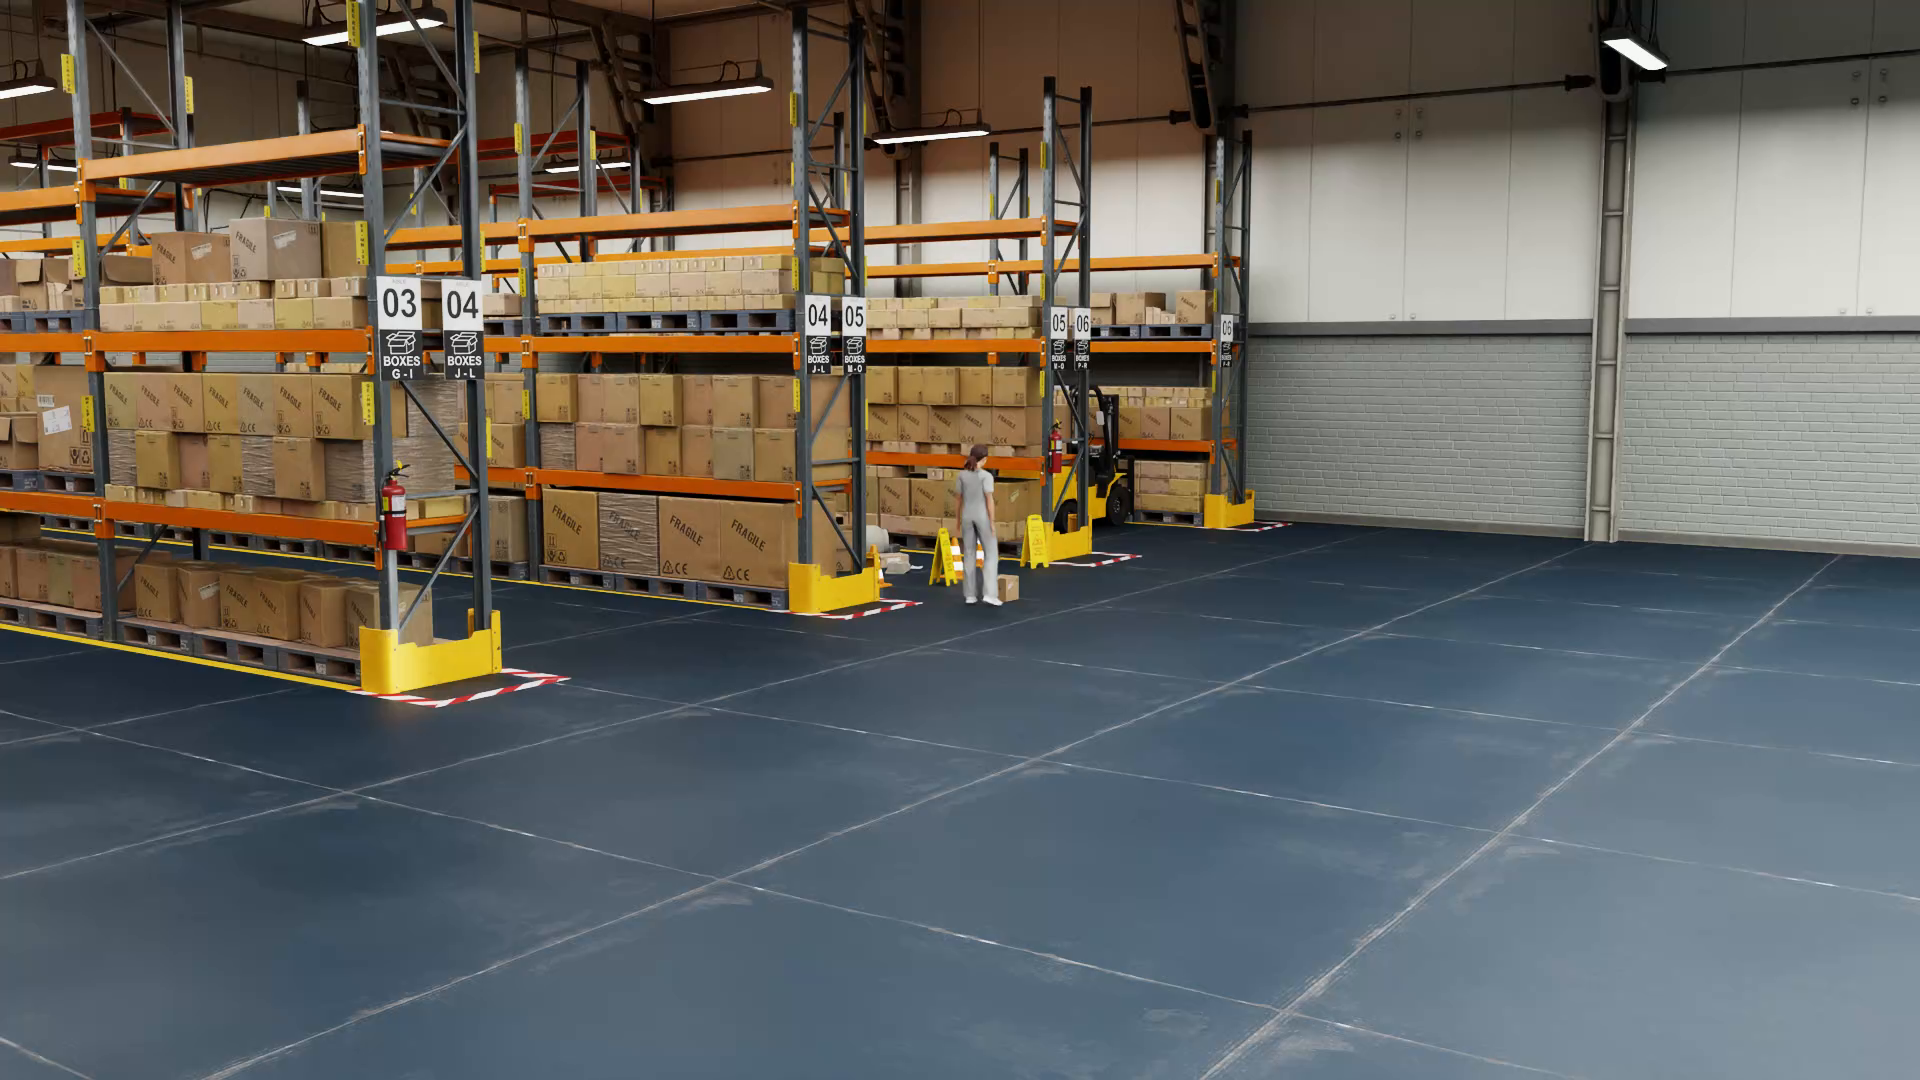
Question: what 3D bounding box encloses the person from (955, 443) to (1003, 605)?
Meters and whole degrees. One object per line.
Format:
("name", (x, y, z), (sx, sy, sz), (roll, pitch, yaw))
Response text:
("person", (0.171, -0.151, 17.344), (0.516, 1.719, 0.398), (3, 7, 27))
